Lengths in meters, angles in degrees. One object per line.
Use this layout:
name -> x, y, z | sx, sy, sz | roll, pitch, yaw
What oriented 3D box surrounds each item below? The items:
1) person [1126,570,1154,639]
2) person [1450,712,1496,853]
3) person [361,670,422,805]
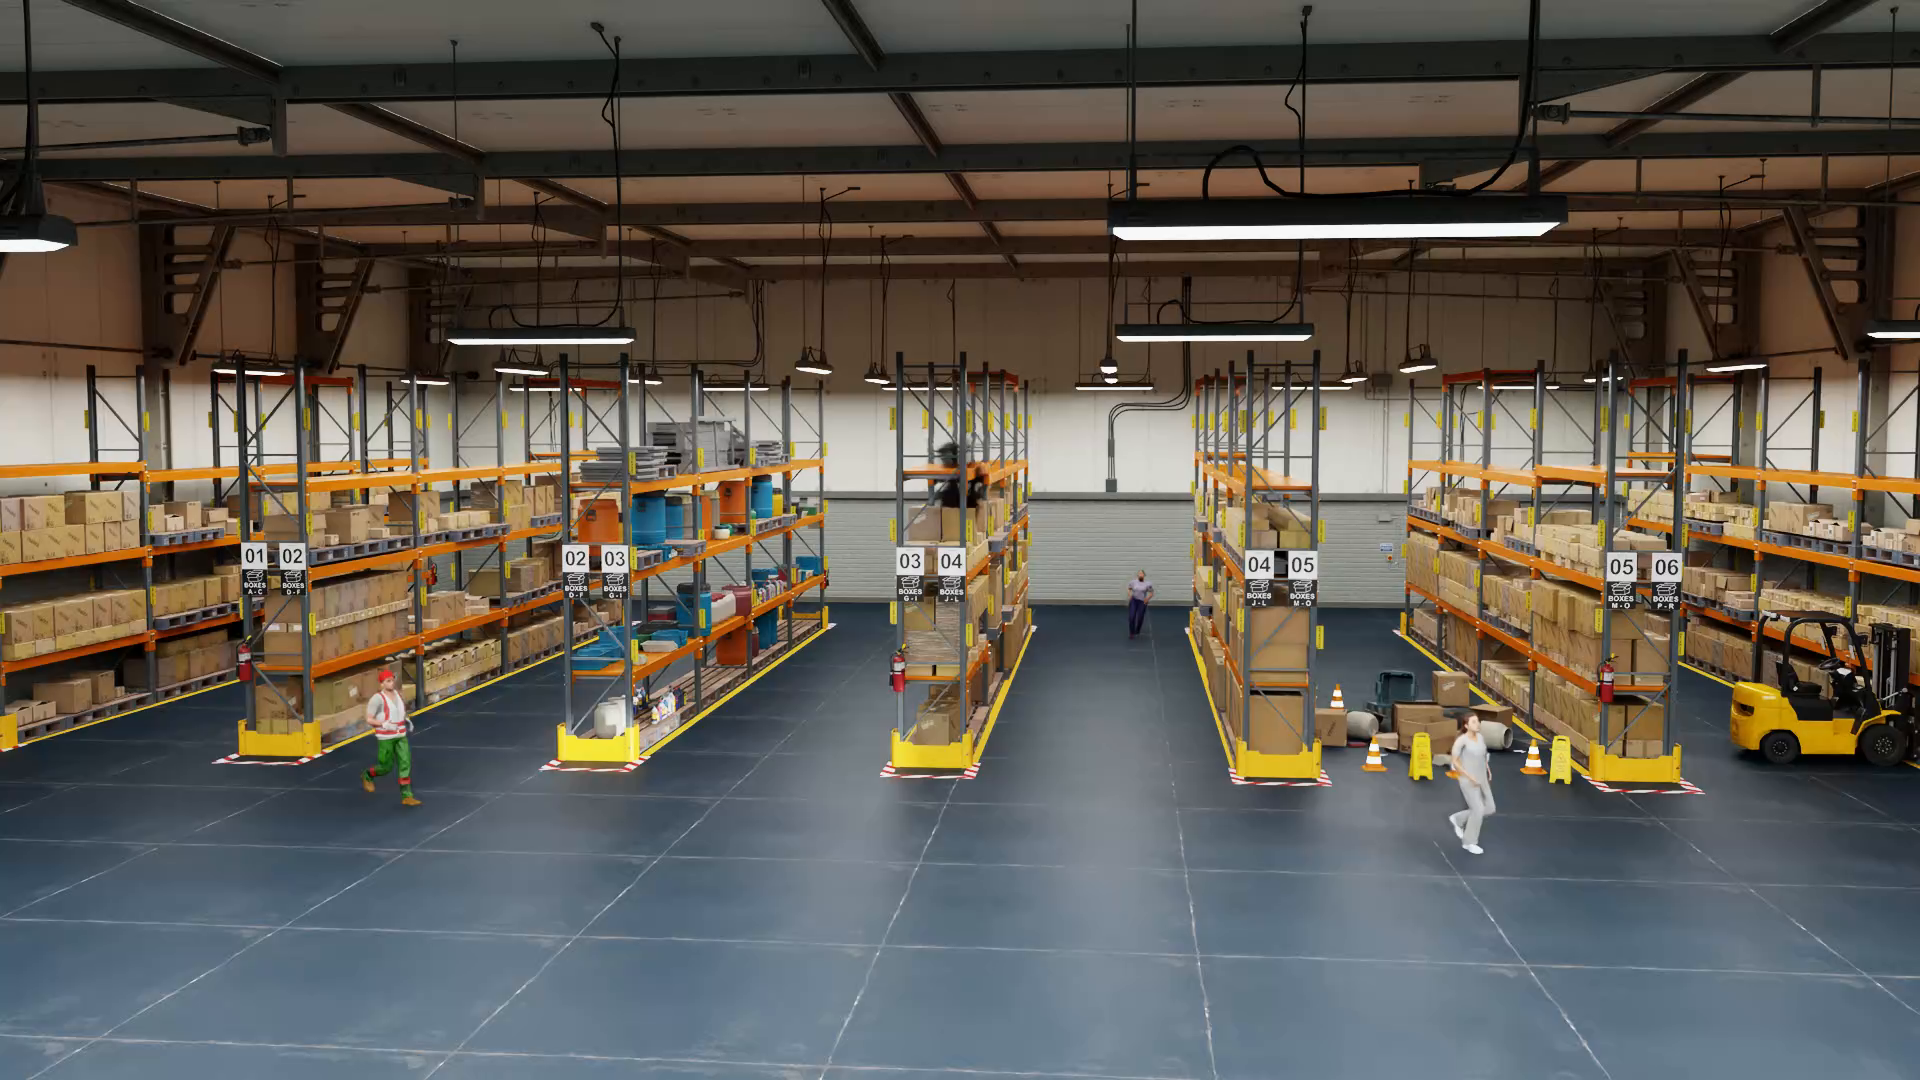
person -> 4.154, 1.483, 38.488 | 0.630, 1.591, 0.594 | 1, 4, 13
person -> 5.957, 2.815, 19.415 | 0.567, 1.636, 0.547 | -3, 5, -32
person -> -7.416, 2.571, 21.711 | 1.021, 1.755, 0.673 | 3, 5, 33
